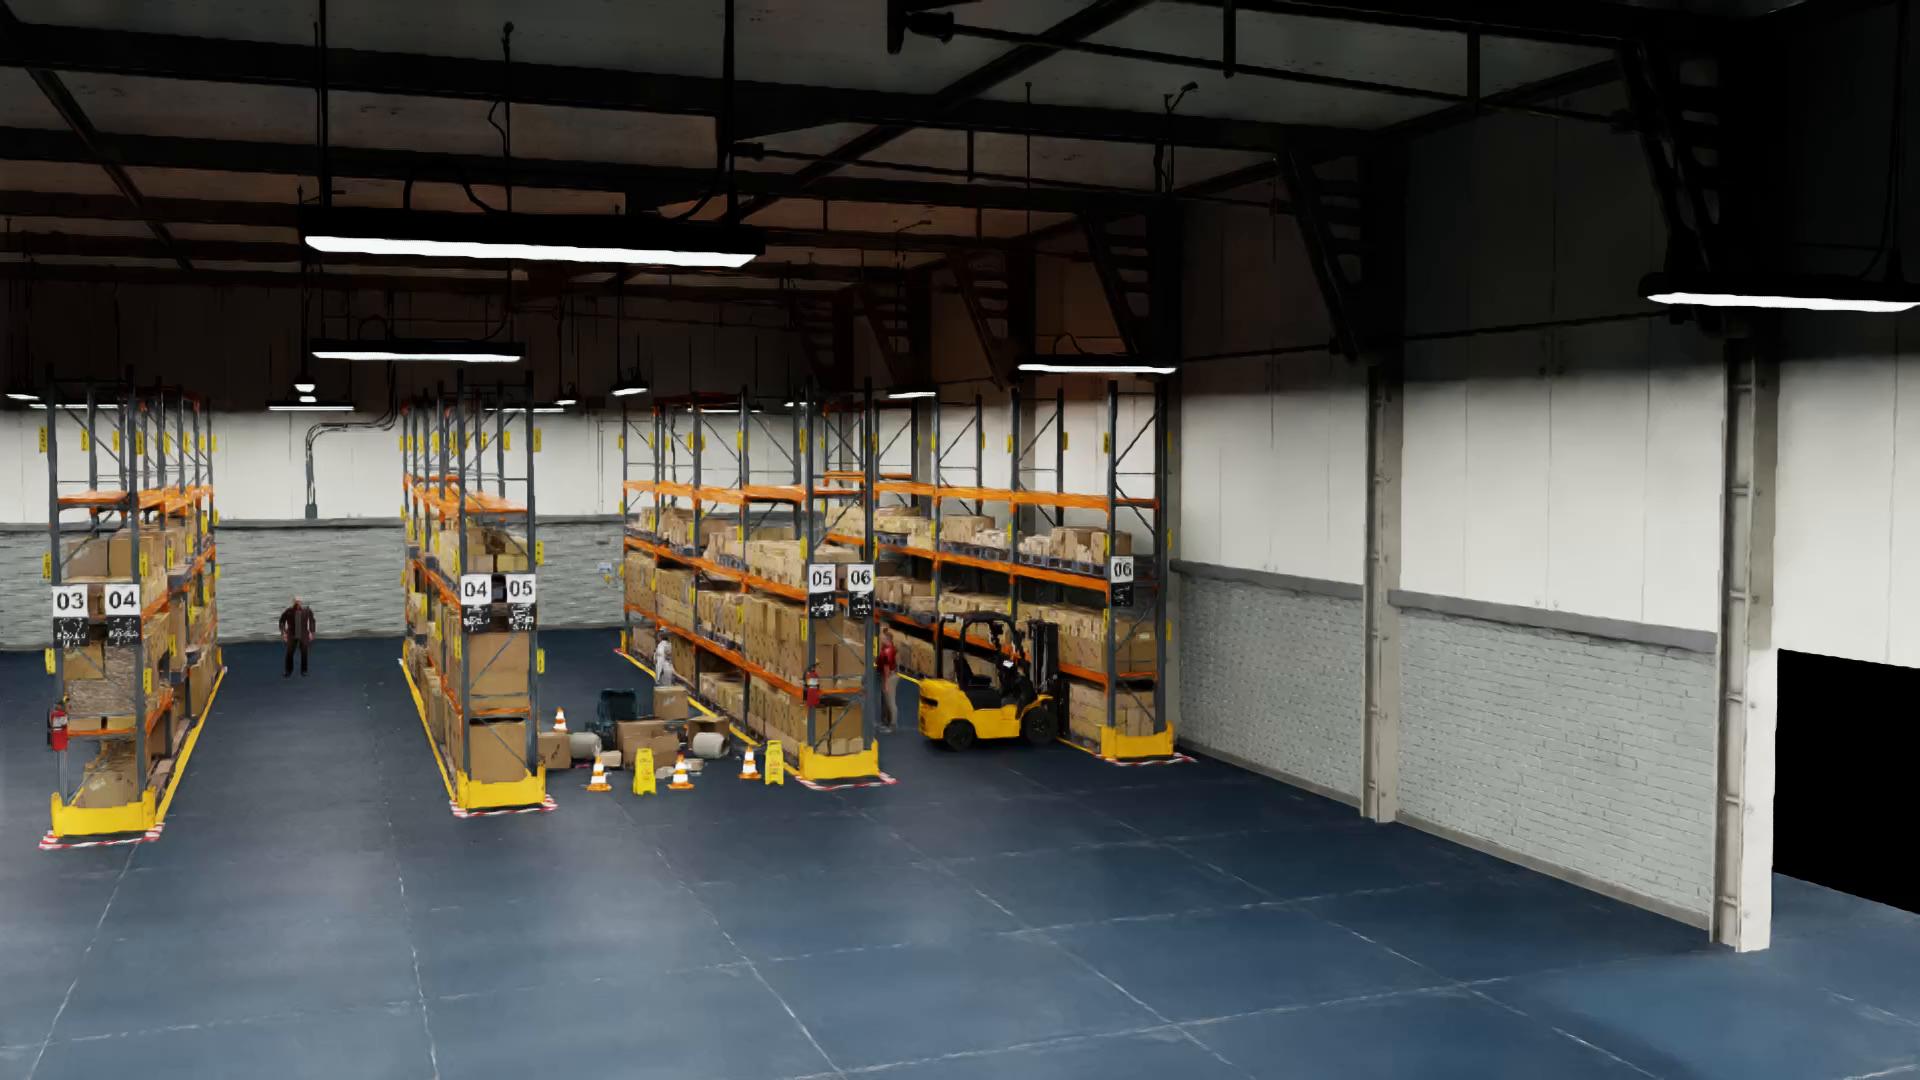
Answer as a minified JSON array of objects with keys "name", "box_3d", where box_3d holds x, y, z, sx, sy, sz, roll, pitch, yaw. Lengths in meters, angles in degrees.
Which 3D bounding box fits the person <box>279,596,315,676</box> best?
[{"name":"person","box_3d":[-14.221,2.056,35.677,0.724,1.733,0.546,-1,4,-23]}]

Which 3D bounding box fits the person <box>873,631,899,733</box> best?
[{"name":"person","box_3d":[-1.298,2.444,28.817,0.490,1.731,0.588,0,3,8]}]

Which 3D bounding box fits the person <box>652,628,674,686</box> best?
[{"name":"person","box_3d":[-5.334,2.408,29.848,0.551,1.662,0.573,0,3,5]}]
